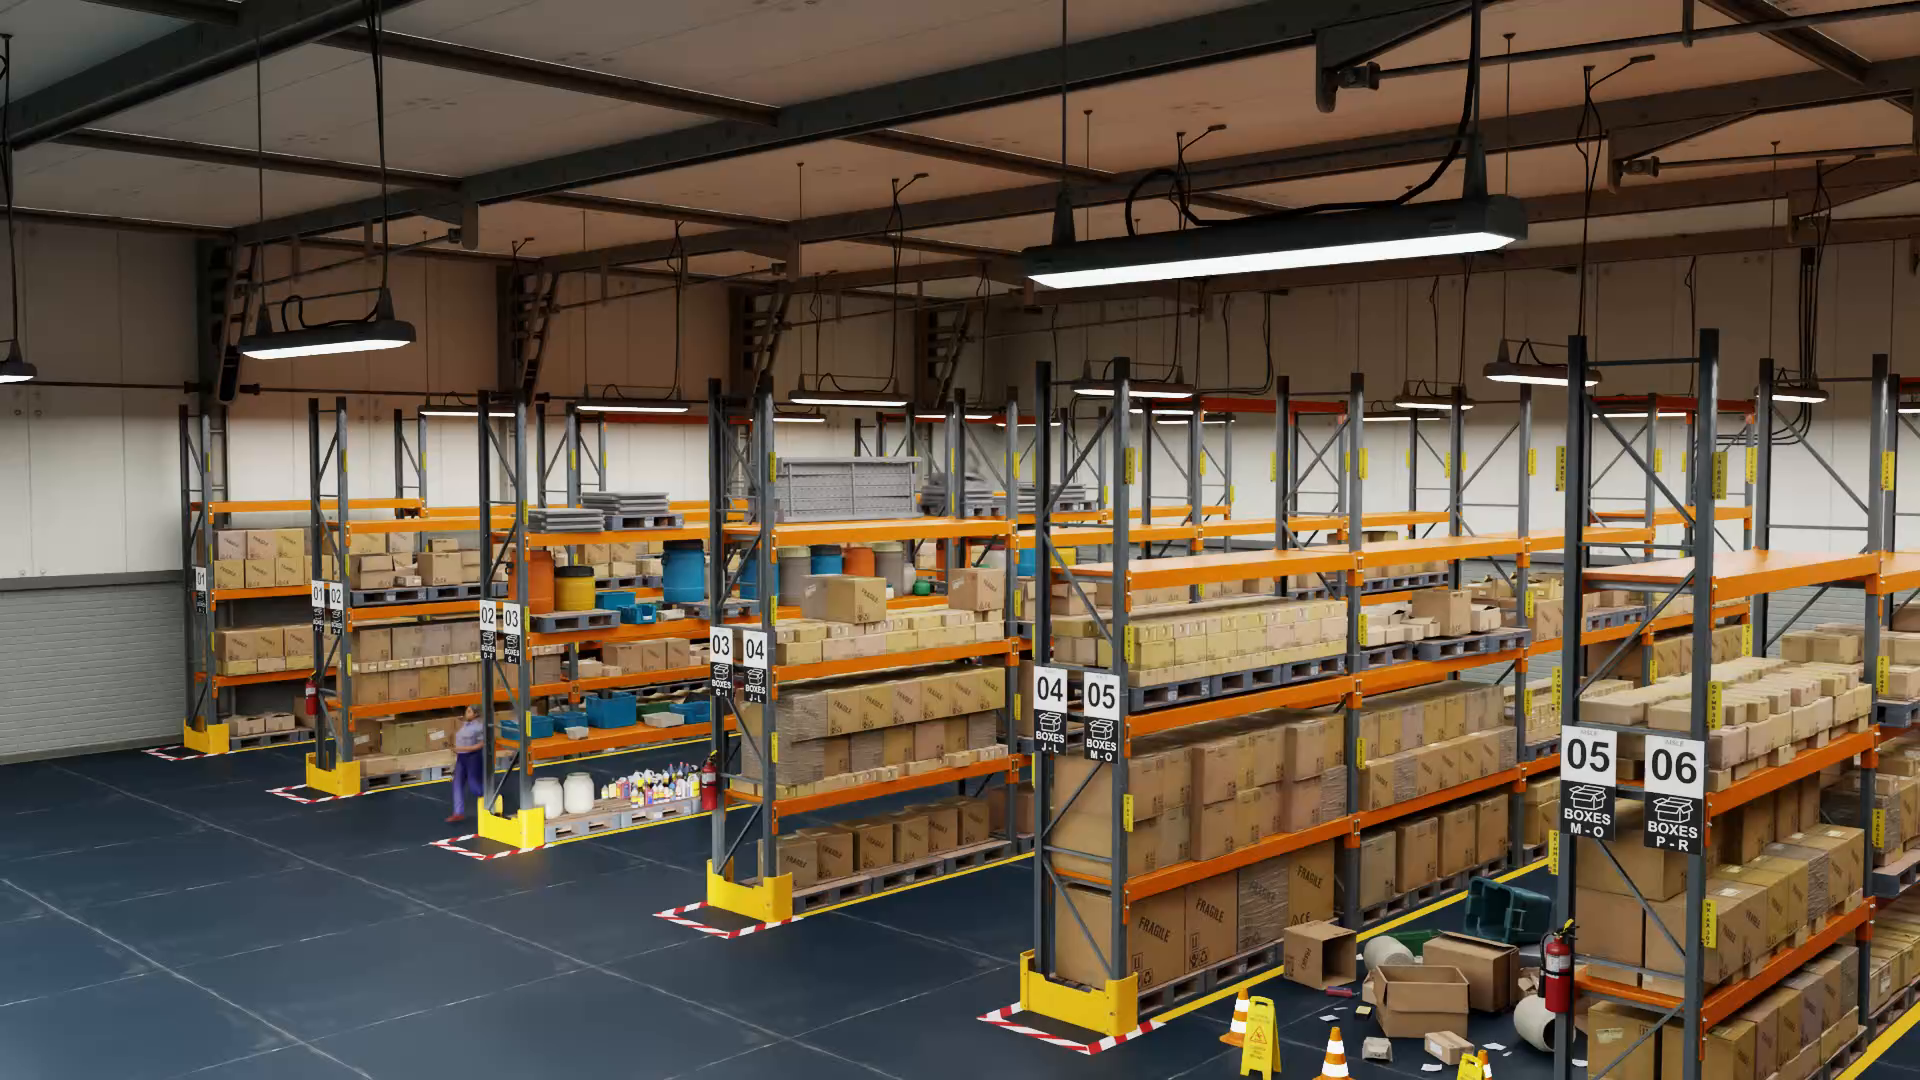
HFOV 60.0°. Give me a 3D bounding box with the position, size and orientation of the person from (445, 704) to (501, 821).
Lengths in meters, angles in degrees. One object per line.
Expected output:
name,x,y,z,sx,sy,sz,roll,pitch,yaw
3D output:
person,-6.897,3.120,23.397,0.631,1.619,0.813,2,4,38

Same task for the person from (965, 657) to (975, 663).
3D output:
person,-0.022,2.606,32.253,0.699,1.719,0.605,2,4,34
